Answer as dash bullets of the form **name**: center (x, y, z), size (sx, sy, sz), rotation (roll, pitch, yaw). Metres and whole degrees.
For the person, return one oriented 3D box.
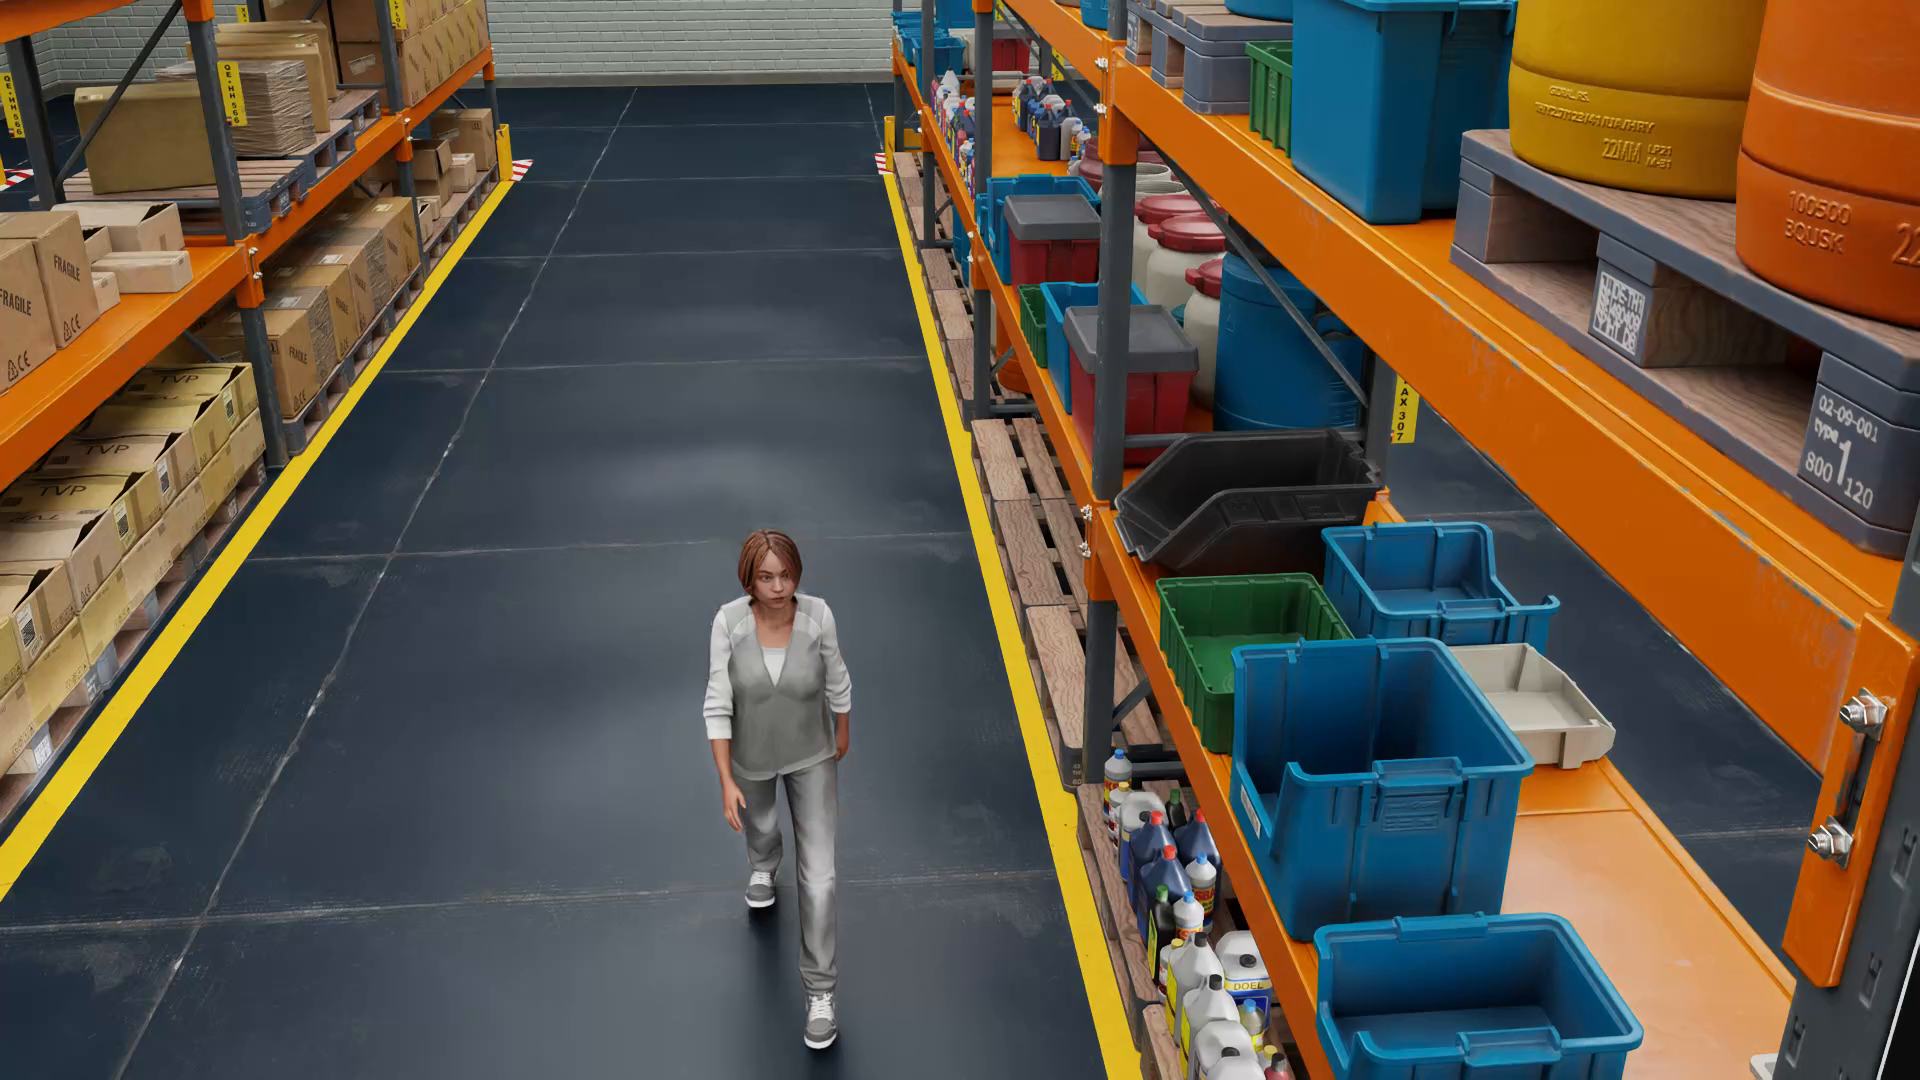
- **person**: center (-0.550, 0.665, 5.127), size (0.434, 1.527, 0.956), rotation (-1, 24, -2)
